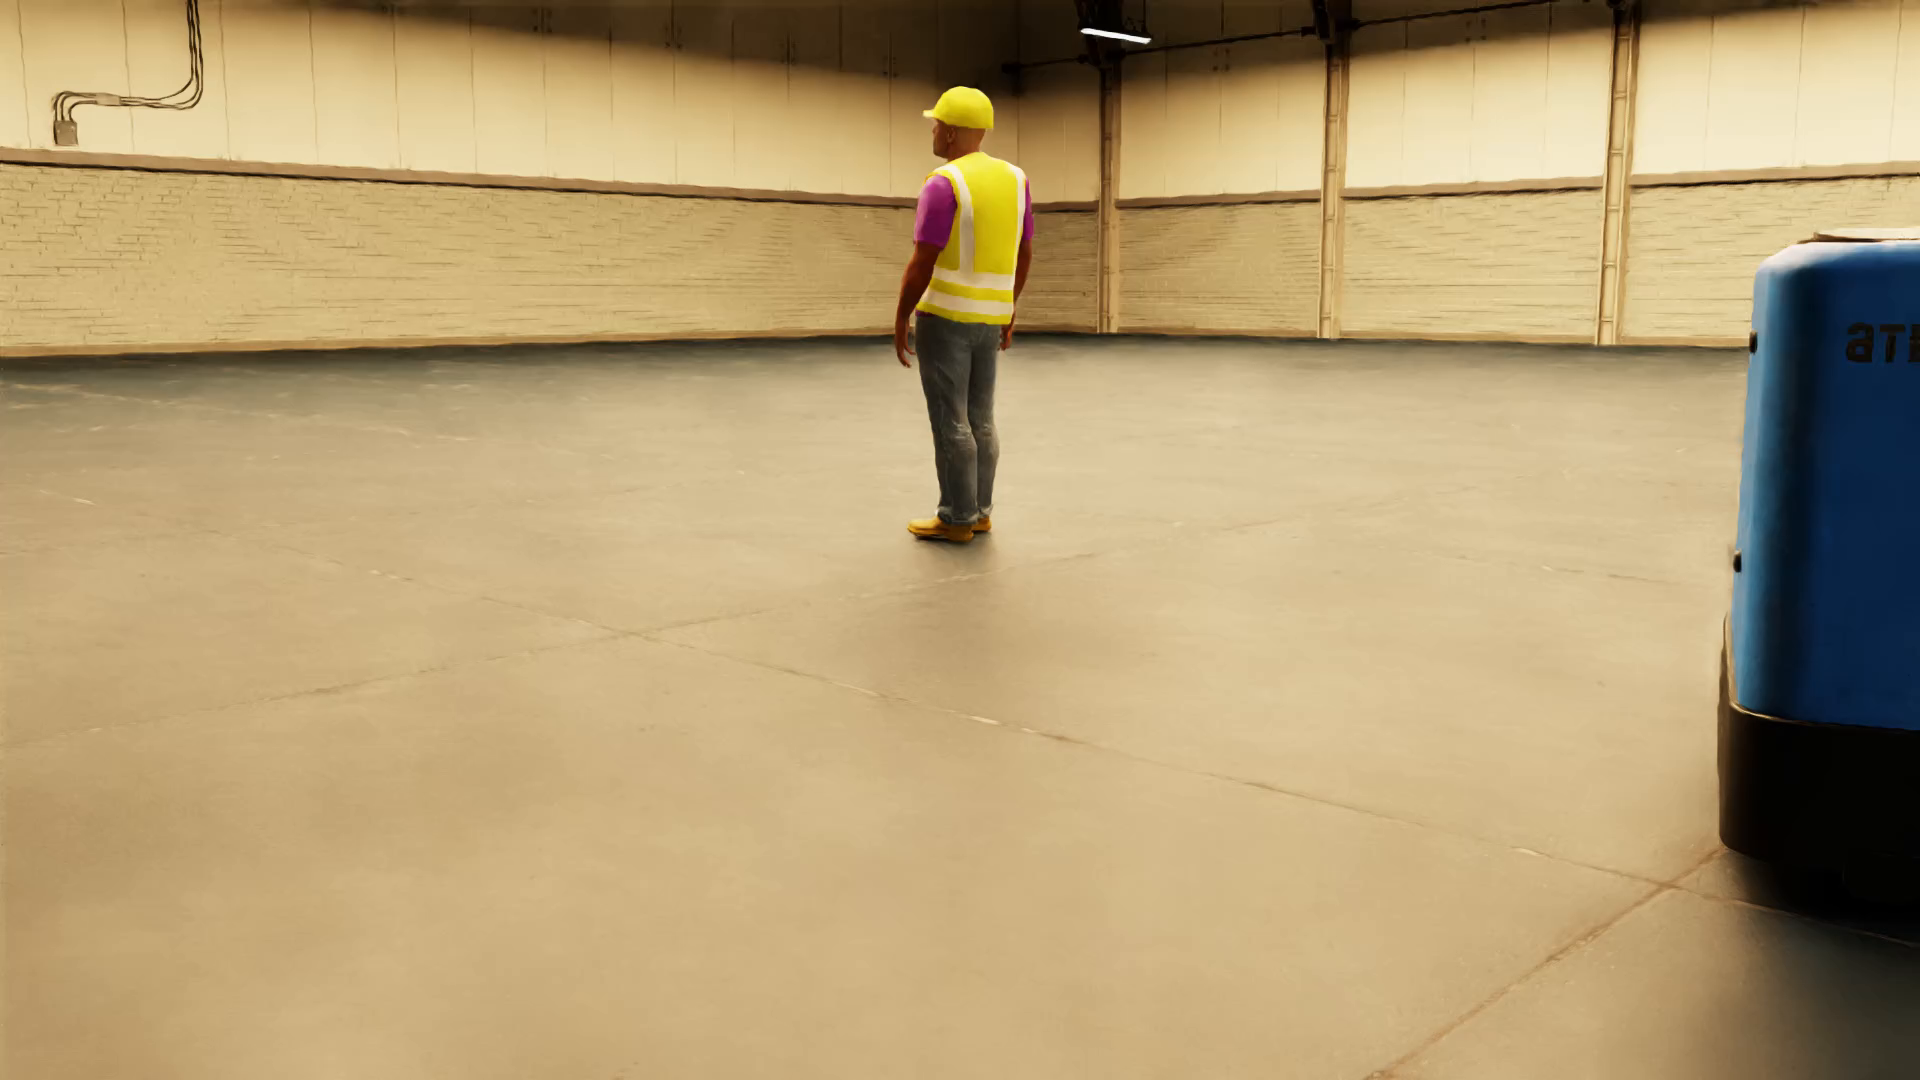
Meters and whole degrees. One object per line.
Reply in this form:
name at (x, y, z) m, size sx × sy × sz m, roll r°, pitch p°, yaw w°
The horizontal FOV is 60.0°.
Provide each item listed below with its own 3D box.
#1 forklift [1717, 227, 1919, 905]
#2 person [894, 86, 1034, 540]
forklift at (2.854, -0.833, 2.405) m, size 3.031 × 2.935 × 1.130 m, roll 4°, pitch 9°, yaw 24°
person at (-0.046, -0.886, 6.637) m, size 0.576 × 1.761 × 0.665 m, roll 8°, pitch 12°, yaw 43°
